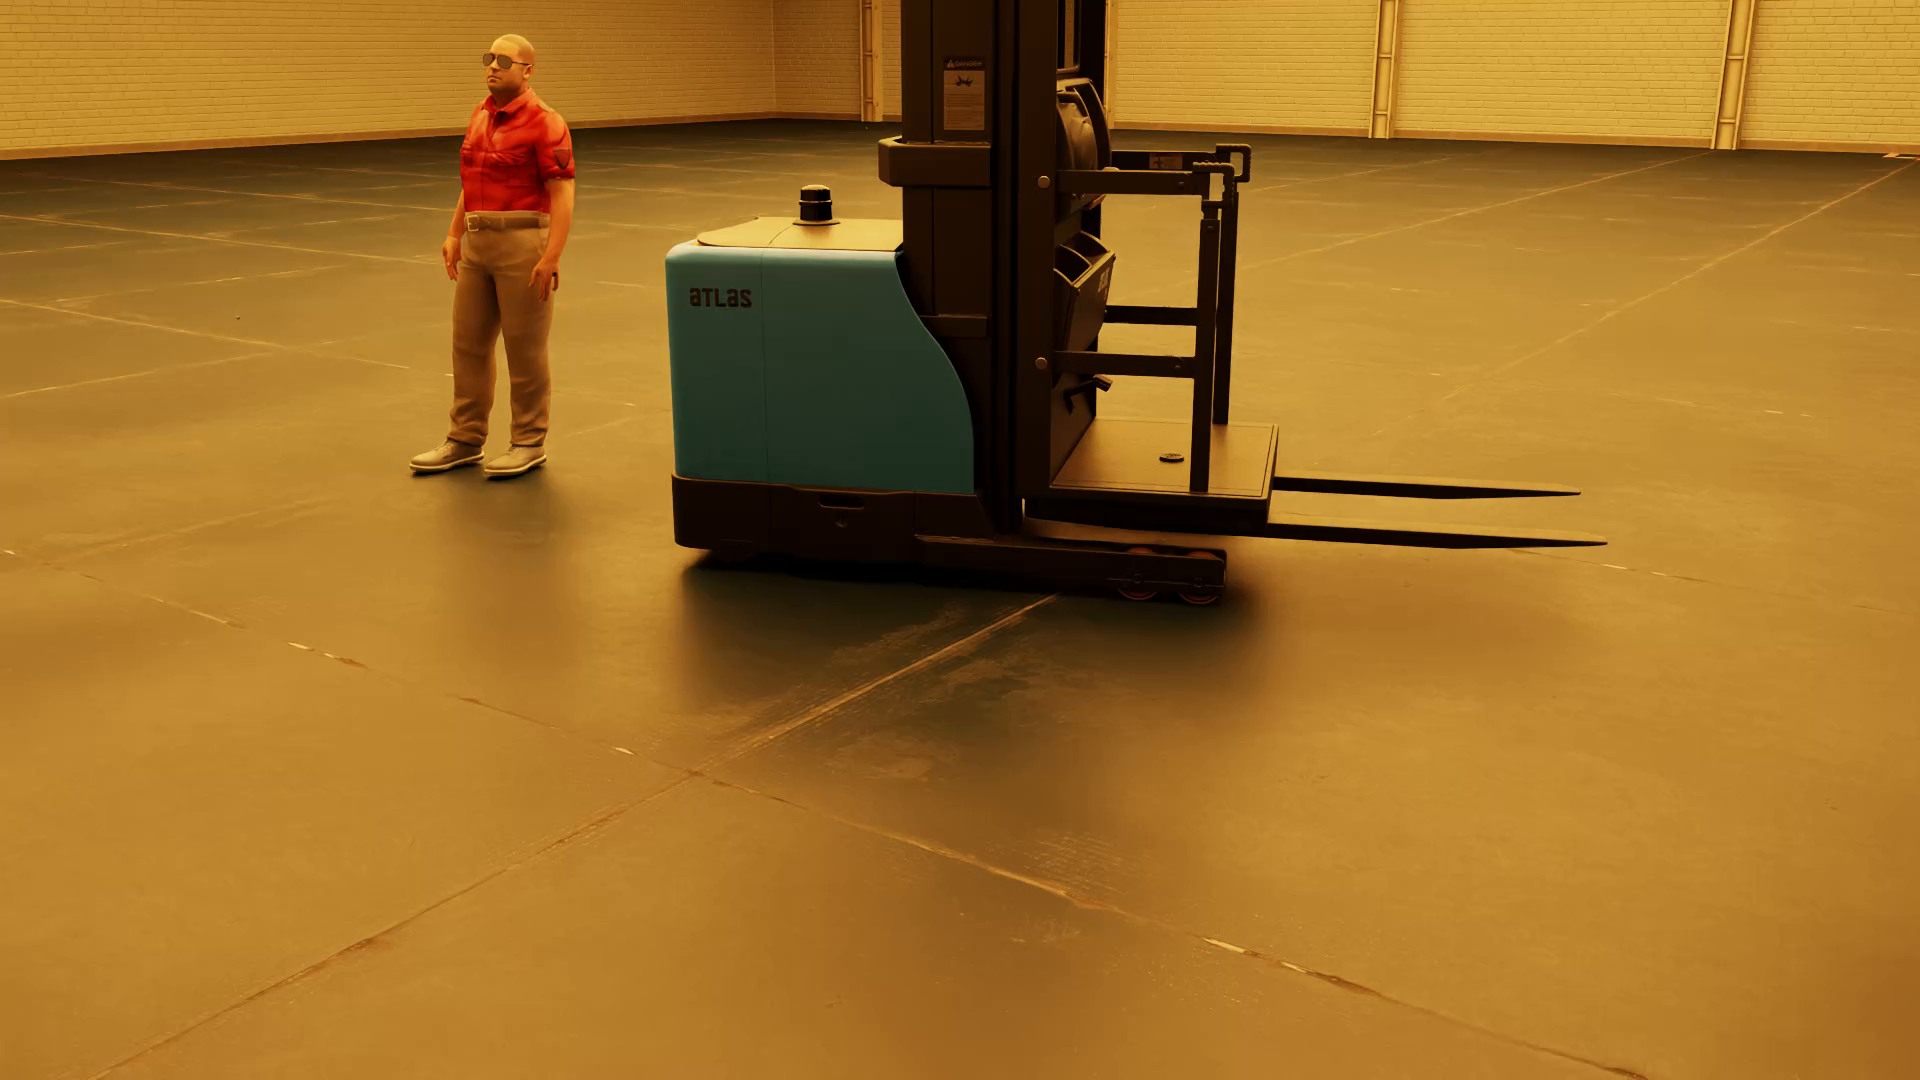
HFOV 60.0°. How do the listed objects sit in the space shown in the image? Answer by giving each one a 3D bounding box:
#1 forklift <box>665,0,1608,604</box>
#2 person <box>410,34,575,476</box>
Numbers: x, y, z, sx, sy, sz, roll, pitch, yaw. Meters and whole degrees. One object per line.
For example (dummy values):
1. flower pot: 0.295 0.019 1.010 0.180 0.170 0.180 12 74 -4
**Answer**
1. forklift: 0.595 -1.367 5.404 3.031 2.935 1.130 4 17 12
2. person: -1.882 -1.127 6.671 0.642 1.727 0.550 11 20 32
